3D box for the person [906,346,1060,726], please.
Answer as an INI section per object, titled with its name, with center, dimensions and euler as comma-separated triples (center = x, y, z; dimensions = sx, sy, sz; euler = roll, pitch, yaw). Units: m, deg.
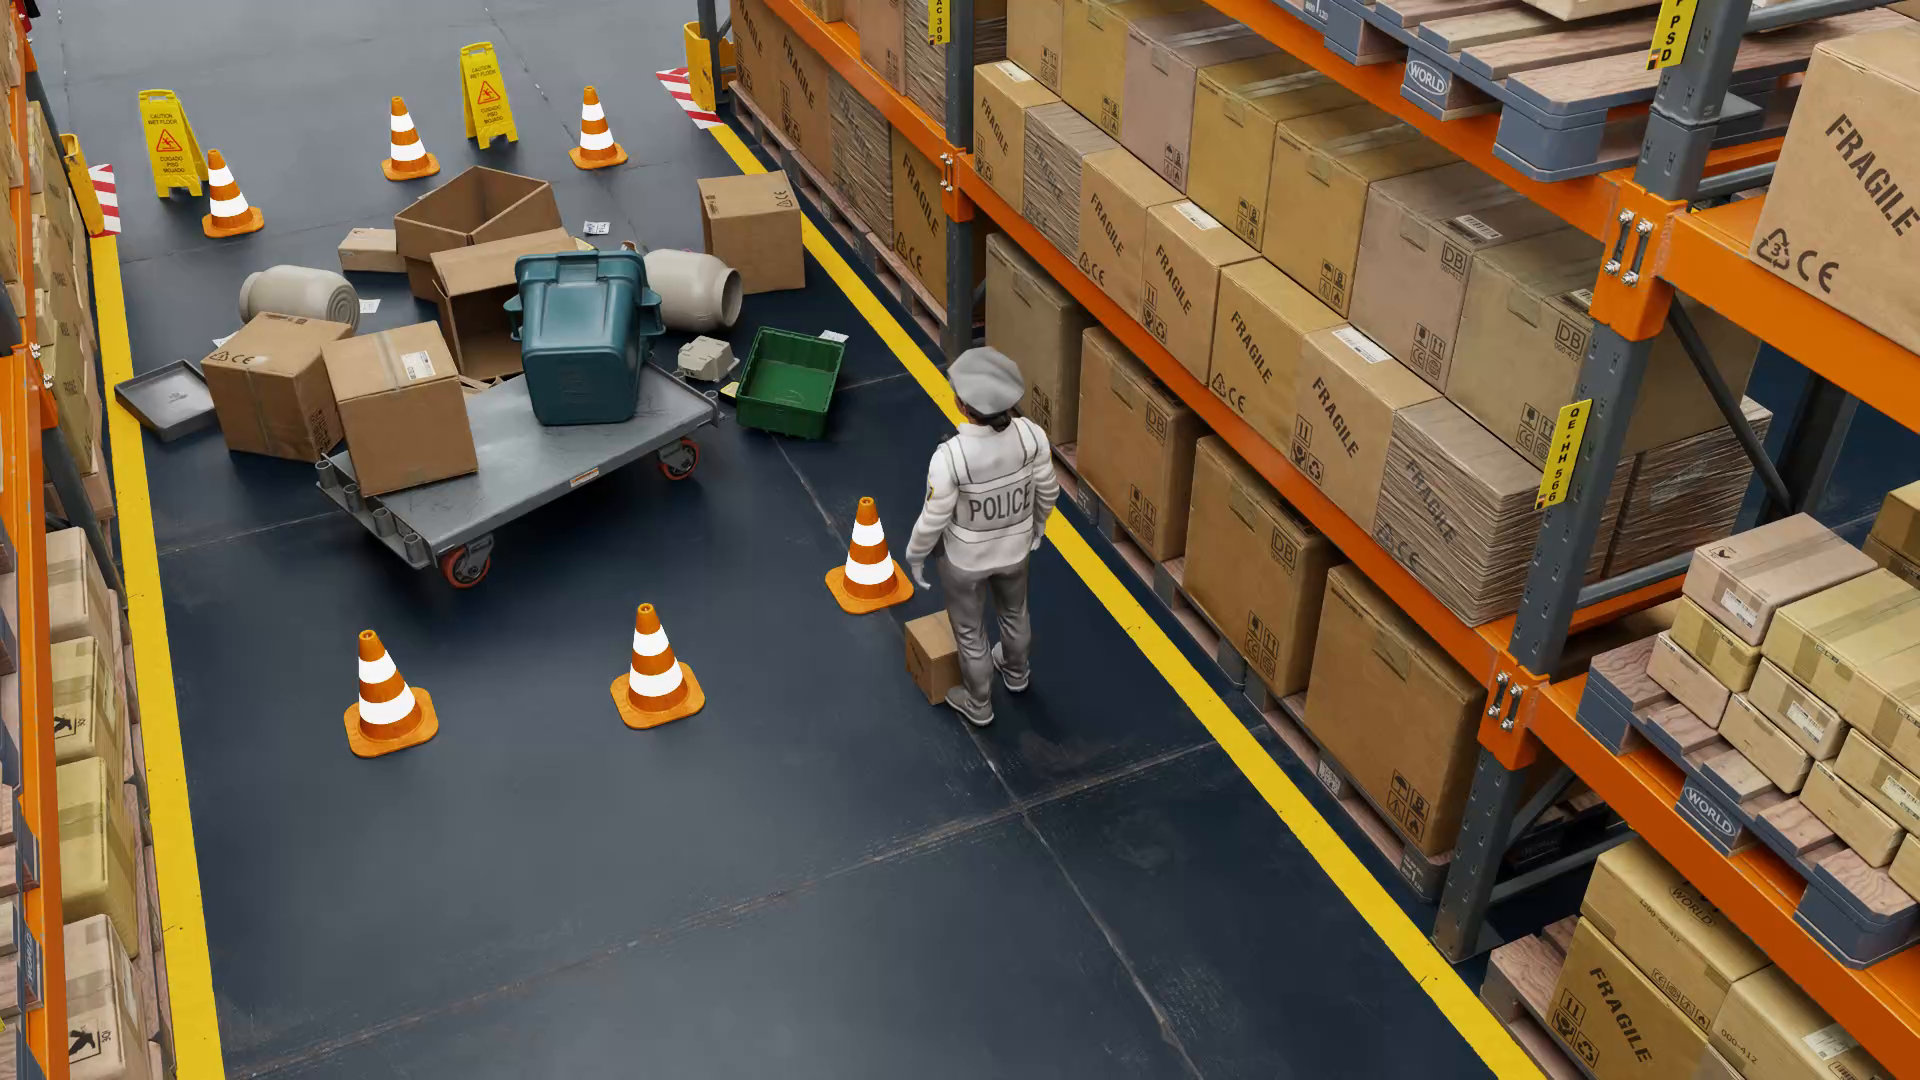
[person]
center = 0.058, -0.009, 6.121
dimensions = 0.588, 1.696, 0.532
euler = -16, 40, -20
